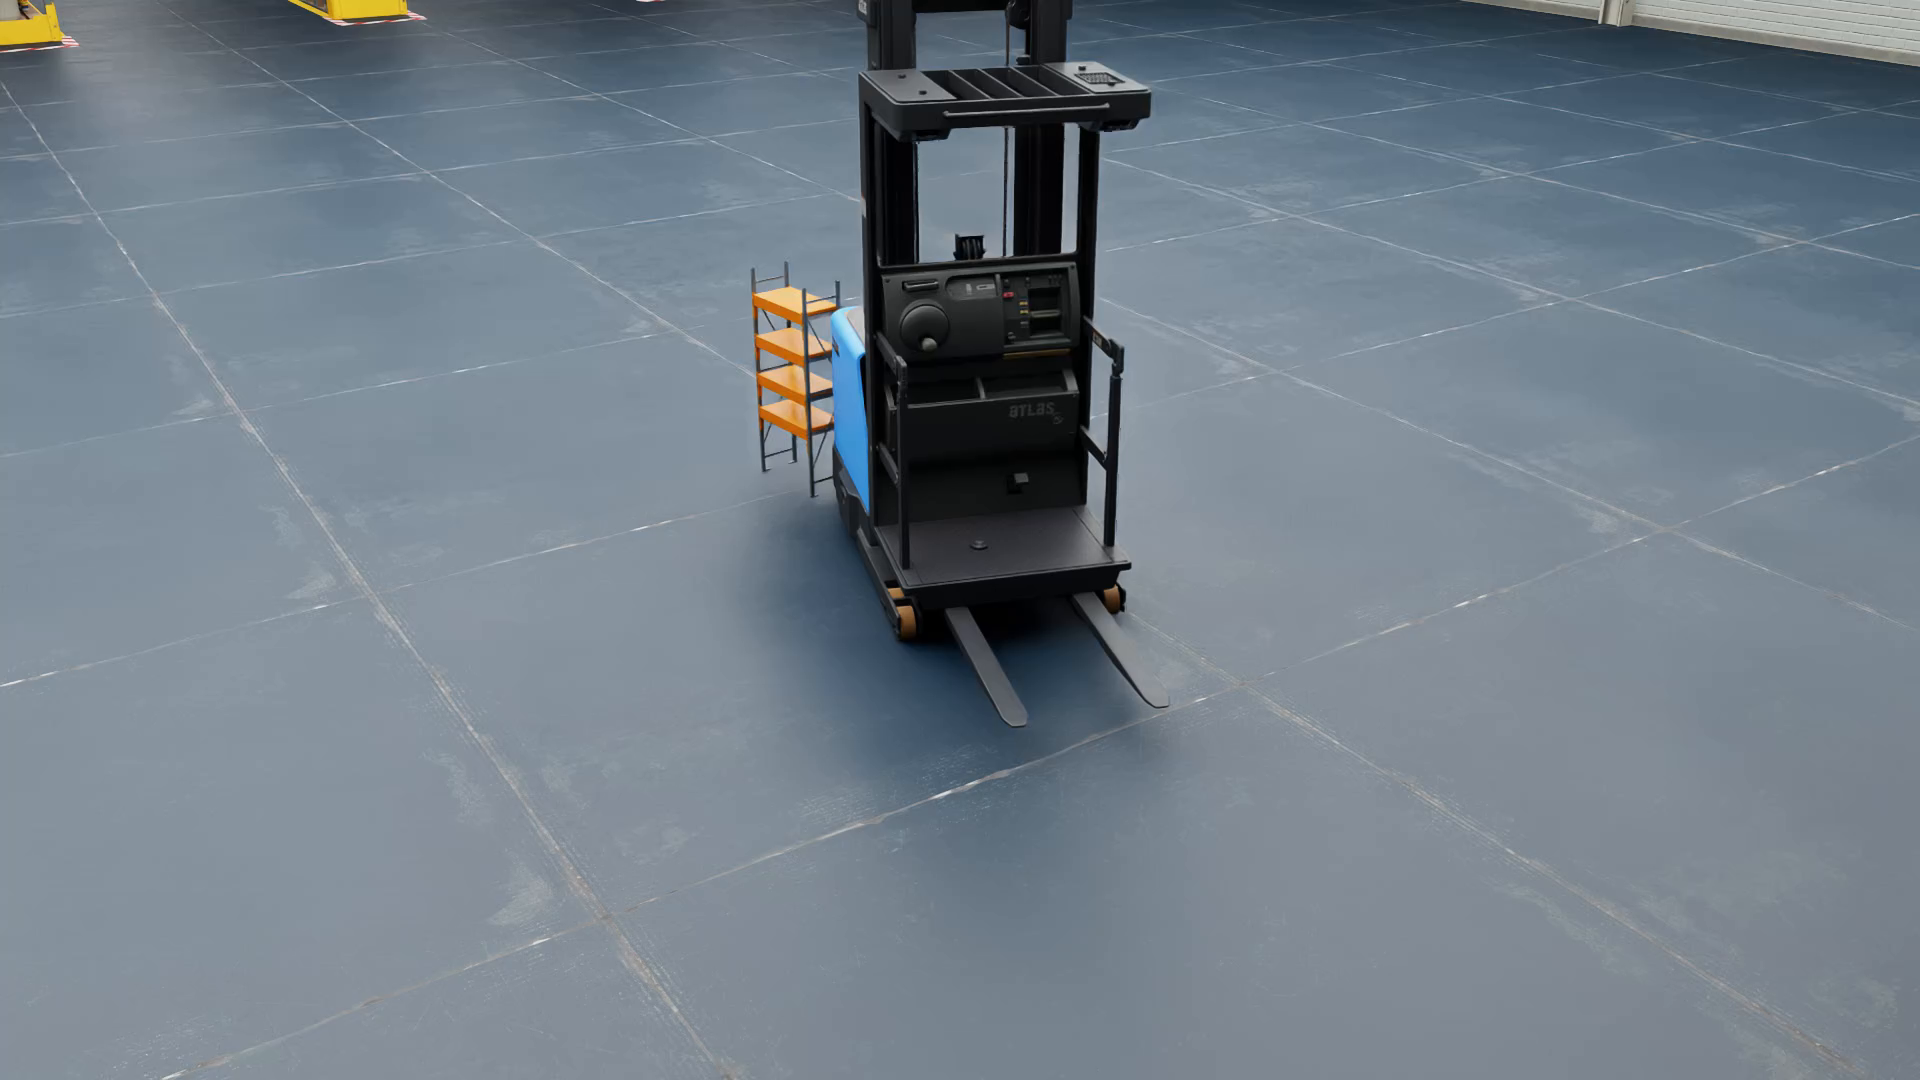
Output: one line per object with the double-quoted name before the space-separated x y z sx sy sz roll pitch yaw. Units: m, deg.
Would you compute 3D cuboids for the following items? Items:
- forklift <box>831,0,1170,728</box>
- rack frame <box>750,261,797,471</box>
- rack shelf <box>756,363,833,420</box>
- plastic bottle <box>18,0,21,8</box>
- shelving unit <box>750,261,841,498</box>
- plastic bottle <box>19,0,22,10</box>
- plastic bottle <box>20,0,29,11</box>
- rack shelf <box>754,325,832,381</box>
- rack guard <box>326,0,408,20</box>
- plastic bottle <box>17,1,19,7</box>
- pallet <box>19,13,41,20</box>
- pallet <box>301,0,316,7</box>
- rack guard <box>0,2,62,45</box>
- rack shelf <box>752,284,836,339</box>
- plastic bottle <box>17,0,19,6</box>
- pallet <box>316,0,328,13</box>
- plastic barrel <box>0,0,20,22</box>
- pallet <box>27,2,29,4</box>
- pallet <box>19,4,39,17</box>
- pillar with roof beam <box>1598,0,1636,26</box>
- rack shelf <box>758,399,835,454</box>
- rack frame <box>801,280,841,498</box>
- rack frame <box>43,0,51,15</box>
"forklift" 0.158 -1.038 7.515 1.130 2.935 3.031 -6 26 -13
"rack frame" -1.049 -0.972 9.404 0.240 1.200 0.015 -19 32 -35
"rack shelf" -0.894 -0.831 9.263 0.258 0.148 0.480 -19 32 -35
"plastic bottle" -14.396 -8.297 25.492 0.097 0.271 0.097 0 25 0
"shelving unit" -0.894 -0.892 9.234 0.258 1.200 0.503 -19 32 -35
"plastic bottle" -14.266 -8.180 25.326 0.097 0.201 0.097 0 25 0
"plastic bottle" -14.209 -8.174 25.233 0.097 0.271 0.097 0 25 0
"rack shelf" -0.894 -1.034 9.168 0.258 0.148 0.480 -19 32 -35
"rack guard" -9.372 -8.539 26.253 1.175 0.500 0.348 -16 29 -30
"plastic bottle" -14.505 -8.336 25.658 0.097 0.201 0.097 0 25 0
"pallet" -14.000 -7.535 24.464 1.003 0.211 1.213 -16 29 -30
"pallet" -10.448 -9.143 27.871 1.003 0.211 1.213 -16 29 -30
"rack guard" -13.561 -7.374 23.784 1.175 0.500 0.348 -16 29 -30
"rack shelf" -0.894 -1.248 9.067 0.258 0.148 0.480 -19 32 -35
"plastic bottle" -14.451 -8.333 25.568 0.097 0.271 0.097 0 25 0
"pallet" -9.786 -8.707 26.947 1.003 0.211 1.213 -16 29 -30
"plastic barrel" -13.904 -7.770 24.119 0.421 0.512 0.421 0 25 0
"pallet" -15.332 -8.408 26.313 1.003 0.211 1.213 -16 29 -30
"pallet" -14.662 -7.971 25.388 1.003 0.211 1.213 -16 29 -30
"pillar with roof beam" 6.448 -10.986 21.481 9.100 9.000 0.400 -16 29 -30
"rack shelf" -0.894 -0.652 9.348 0.258 0.148 0.480 -19 32 -35
"rack frame" -0.738 -0.812 9.064 0.240 1.200 0.015 -19 32 -35
"rack frame" -13.480 -8.488 23.216 1.000 3.000 0.127 -16 29 -30
